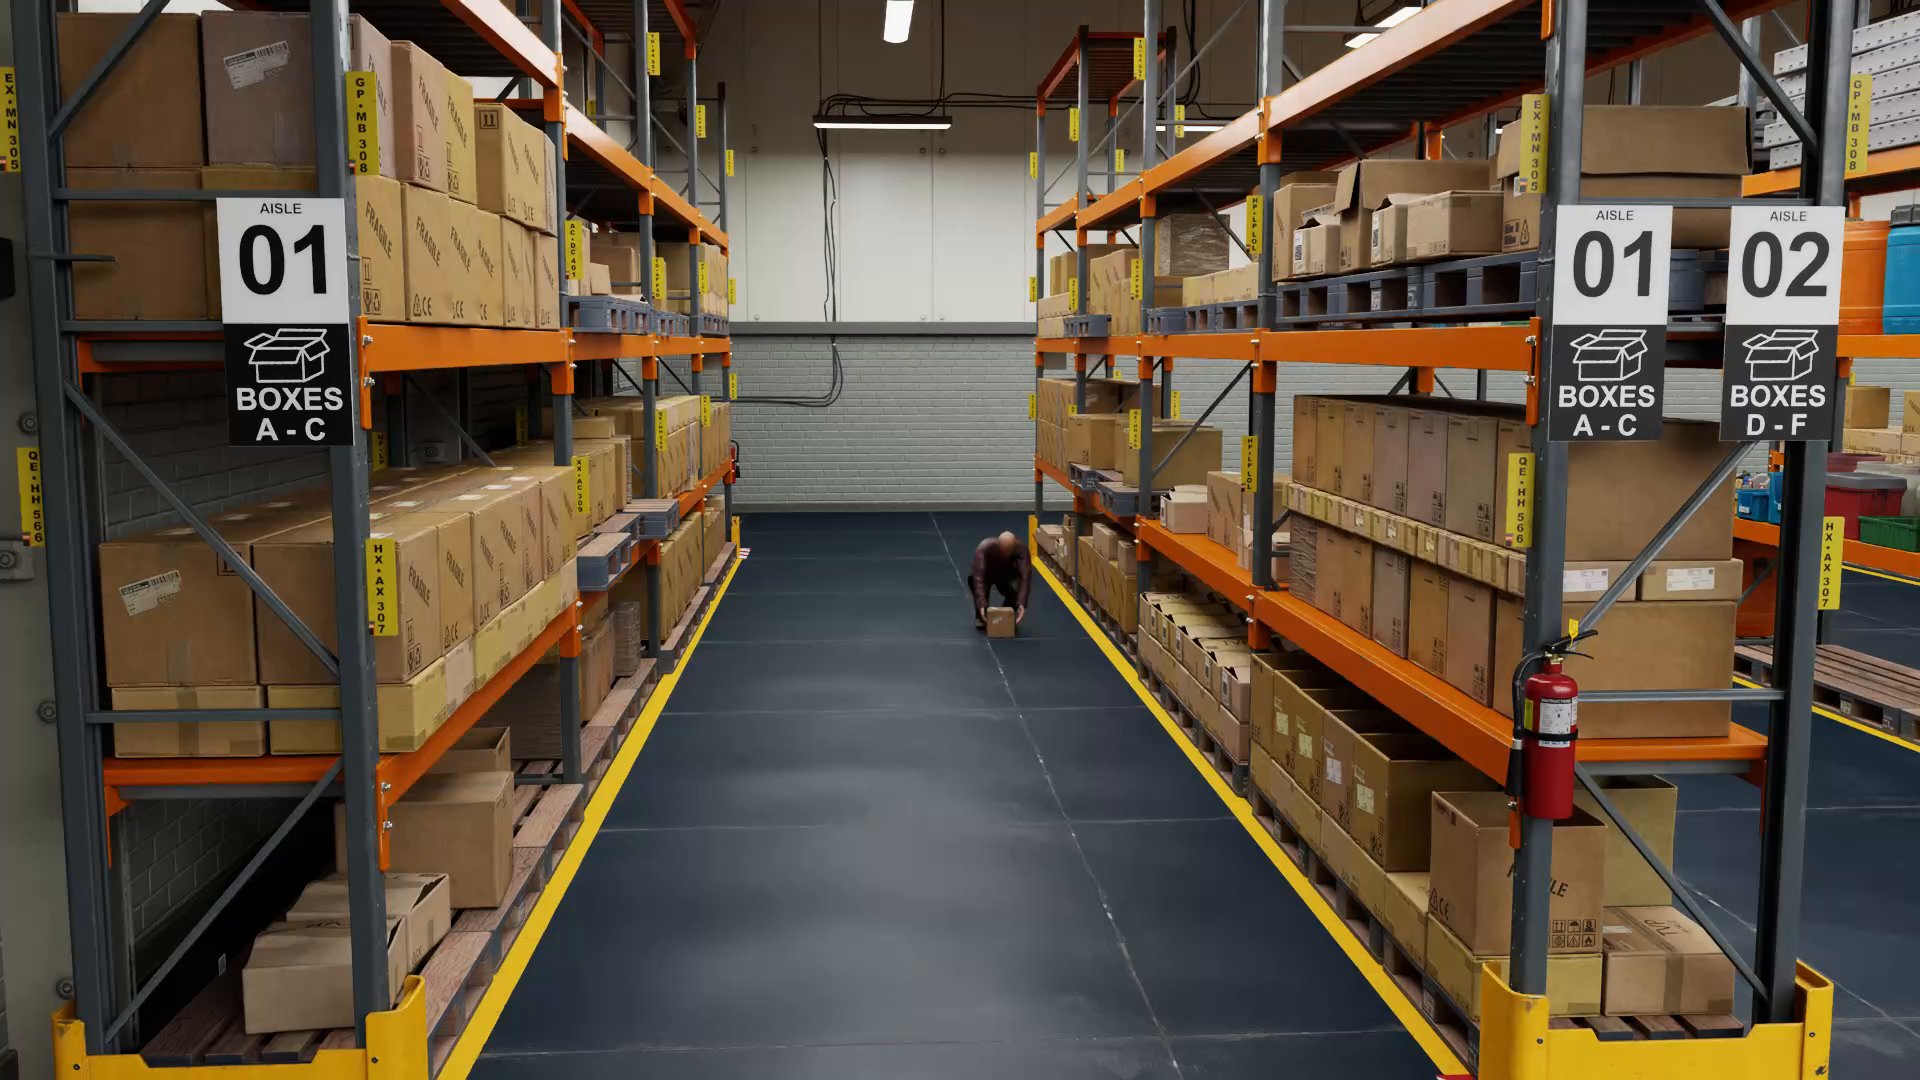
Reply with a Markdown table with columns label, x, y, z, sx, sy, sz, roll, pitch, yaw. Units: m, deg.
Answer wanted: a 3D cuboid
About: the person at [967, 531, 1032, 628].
| label | x | y | z | sx | sy | sz | roll | pitch | yaw |
| --- | --- | --- | --- | --- | --- | --- | --- | --- | --- |
| person | 0.376 | 0.377 | 16.059 | 0.609 | 0.969 | 0.900 | 0 | 7 | -4 |
